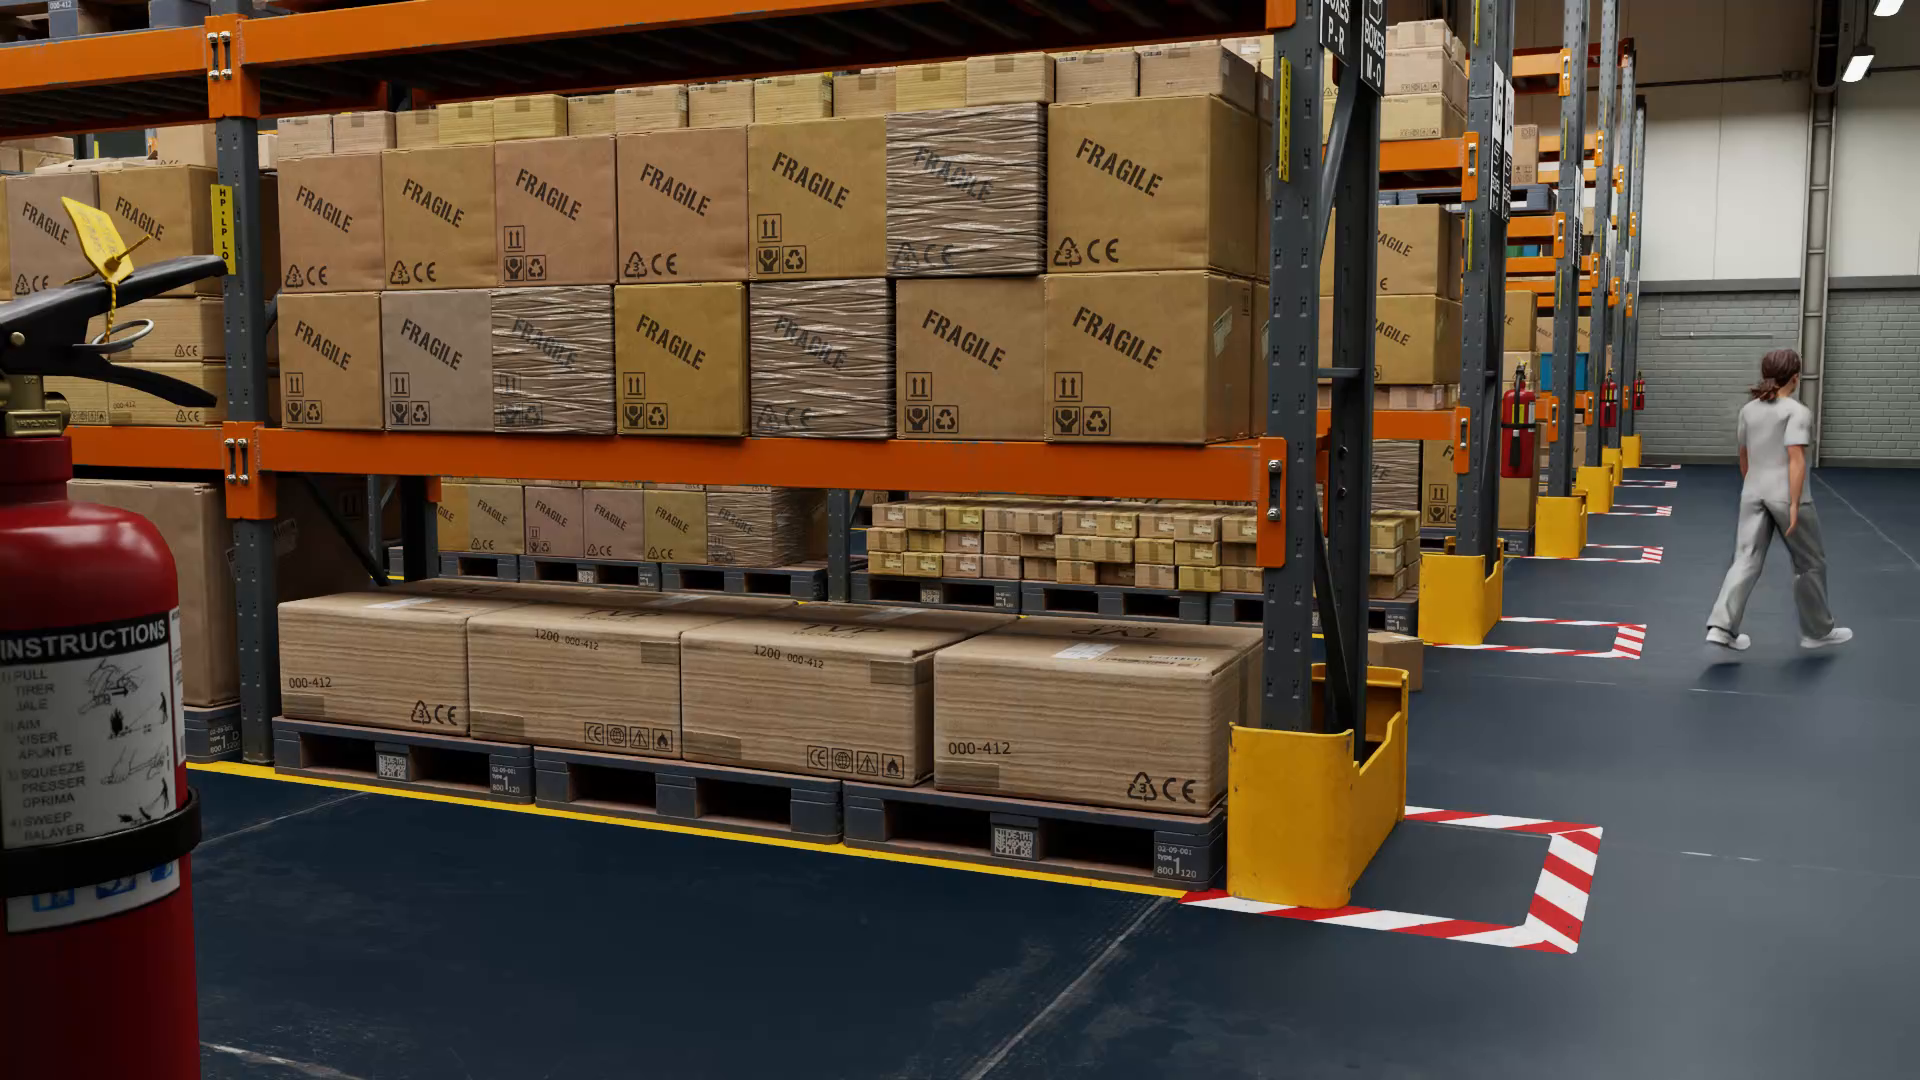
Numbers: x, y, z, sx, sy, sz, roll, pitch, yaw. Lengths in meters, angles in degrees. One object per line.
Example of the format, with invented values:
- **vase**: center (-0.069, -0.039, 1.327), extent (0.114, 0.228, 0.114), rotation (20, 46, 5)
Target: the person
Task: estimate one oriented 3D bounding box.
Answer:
- **person**: center (4.350, -0.209, 8.887), extent (1.055, 1.614, 0.459), rotation (-4, 7, -32)
